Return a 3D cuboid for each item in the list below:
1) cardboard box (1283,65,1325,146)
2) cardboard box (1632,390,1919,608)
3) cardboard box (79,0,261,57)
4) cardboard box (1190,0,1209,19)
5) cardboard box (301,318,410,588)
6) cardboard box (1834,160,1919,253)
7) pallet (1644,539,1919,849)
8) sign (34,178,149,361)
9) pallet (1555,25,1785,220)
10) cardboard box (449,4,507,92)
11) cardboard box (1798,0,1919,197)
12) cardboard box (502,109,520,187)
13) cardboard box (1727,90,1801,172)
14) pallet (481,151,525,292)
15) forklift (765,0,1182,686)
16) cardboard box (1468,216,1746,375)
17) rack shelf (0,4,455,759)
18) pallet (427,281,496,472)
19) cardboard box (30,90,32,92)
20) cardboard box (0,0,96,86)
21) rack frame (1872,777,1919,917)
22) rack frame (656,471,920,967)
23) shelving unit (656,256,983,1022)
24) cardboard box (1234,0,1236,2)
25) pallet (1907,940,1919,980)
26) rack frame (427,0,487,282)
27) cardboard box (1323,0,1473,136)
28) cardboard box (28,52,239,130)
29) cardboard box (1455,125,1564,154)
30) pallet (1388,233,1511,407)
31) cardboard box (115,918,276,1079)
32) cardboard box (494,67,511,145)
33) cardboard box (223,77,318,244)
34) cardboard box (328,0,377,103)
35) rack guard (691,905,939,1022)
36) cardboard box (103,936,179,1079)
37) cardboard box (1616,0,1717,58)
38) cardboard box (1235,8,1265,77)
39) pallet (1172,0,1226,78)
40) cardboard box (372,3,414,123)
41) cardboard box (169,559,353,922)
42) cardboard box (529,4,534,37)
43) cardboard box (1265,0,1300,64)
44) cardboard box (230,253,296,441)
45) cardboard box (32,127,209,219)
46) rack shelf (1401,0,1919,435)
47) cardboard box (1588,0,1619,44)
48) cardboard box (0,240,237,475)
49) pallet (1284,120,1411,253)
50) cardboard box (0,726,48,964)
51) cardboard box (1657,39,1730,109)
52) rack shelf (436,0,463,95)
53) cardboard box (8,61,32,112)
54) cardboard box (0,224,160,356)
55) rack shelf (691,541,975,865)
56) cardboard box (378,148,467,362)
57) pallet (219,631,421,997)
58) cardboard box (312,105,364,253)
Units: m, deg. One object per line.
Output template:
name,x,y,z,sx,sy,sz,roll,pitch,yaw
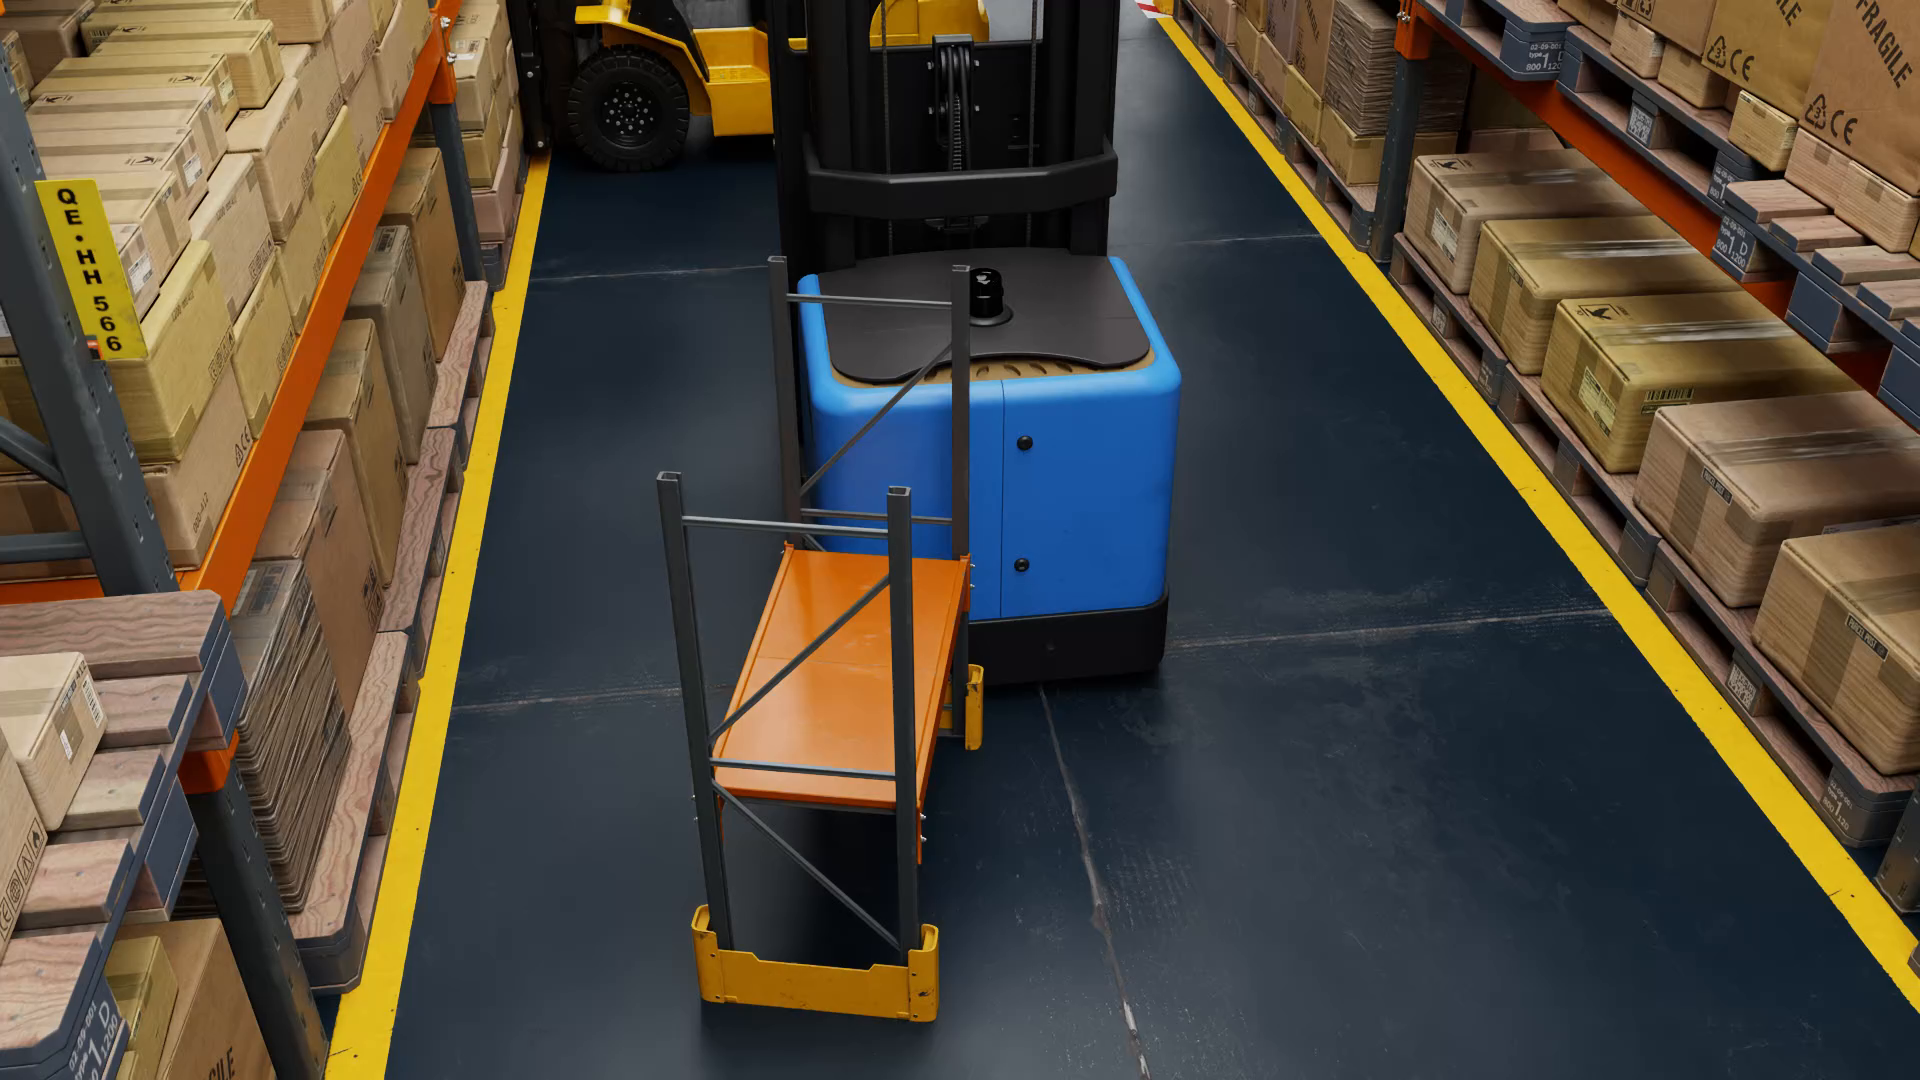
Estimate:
cardboard box,1.961,-2.210,8.398,0.500,0.250,0.500,-5,35,-8
cardboard box,2.753,-0.150,5.266,0.950,0.372,0.625,-5,35,-7
cardboard box,-2.058,-1.323,4.364,0.380,0.149,0.250,-4,35,-6
cardboard box,1.685,-3.365,10.093,0.500,0.250,0.500,-5,35,-7
cardboard box,-2.249,-0.238,5.171,0.875,0.625,0.625,-6,35,-8
cardboard box,2.463,-0.851,4.185,0.380,0.149,0.250,-5,35,-7
pallet,2.823,0.381,5.003,1.003,0.211,1.213,-4,35,-6
sign,-1.455,-0.449,2.787,0.100,0.325,0.005,-4,35,-6
pallet,2.620,-1.357,5.248,1.003,0.211,1.213,-4,35,-6
cardboard box,-2.343,-2.219,7.524,0.500,0.250,0.500,-4,35,-6
cardboard box,2.509,-1.193,4.111,0.500,0.500,0.500,-5,35,-7
cardboard box,-2.350,-1.803,7.801,0.500,0.250,0.500,-5,35,-7
cardboard box,2.386,-1.144,4.616,0.380,0.149,0.250,-4,34,-6
pallet,-2.595,-1.484,7.739,1.003,0.211,1.213,-4,35,-6
forklift,-0.085,-1.563,5.440,1.130,2.935,3.031,-4,35,-6
cardboard box,2.561,-0.961,6.457,0.950,0.372,0.625,-2,34,-3
rack shelf,-2.261,-0.775,4.863,1.077,0.370,4.000,-4,35,-6
pallet,-2.392,-0.628,6.485,1.003,0.211,1.213,-4,35,-6
cardboard box,-2.463,-0.896,4.090,0.500,0.250,0.500,-5,35,-7
cardboard box,-2.462,-1.288,4.311,0.380,0.149,0.250,-3,34,-5
rack frame,2.926,-0.335,3.578,1.000,3.000,0.127,-4,35,-6
rack frame,-0.346,0.509,3.671,0.500,1.500,0.032,4,34,6
shelving unit,-0.286,0.230,4.081,0.587,1.500,1.083,4,34,6
cardboard box,1.763,-3.370,9.435,0.500,0.500,0.500,-6,35,-8
pallet,2.958,1.263,3.709,1.003,0.211,1.213,-4,35,-6
rack frame,-2.530,-2.189,6.298,1.000,3.000,0.127,-4,35,-6
cardboard box,2.043,-2.224,7.752,0.500,0.500,0.500,-5,35,-7
cardboard box,-1.951,-1.039,3.947,0.380,0.149,0.250,-4,34,-6
cardboard box,2.577,-1.954,8.022,0.500,0.250,0.500,-6,35,-9
pallet,2.495,-0.980,7.001,1.003,0.211,1.213,-4,35,-6
cardboard box,-1.722,1.122,3.286,0.500,0.500,0.500,-3,34,-5
cardboard box,-2.359,-2.007,7.656,0.500,0.250,0.500,-5,35,-7
cardboard box,-1.928,-0.940,4.155,0.500,0.250,0.500,-5,35,-8
cardboard box,-2.071,-1.507,4.986,0.500,0.250,0.500,-4,34,-5
rack guard,-0.346,1.025,4.024,0.587,0.250,0.087,4,34,6
cardboard box,-1.674,0.891,3.050,0.380,0.149,0.250,-6,35,-9
cardboard box,2.368,-1.779,4.971,0.500,0.500,0.500,-6,35,-8
cardboard box,1.832,-2.776,9.229,0.500,0.250,0.500,-2,34,-3
pallet,1.935,-3.148,10.182,1.003,0.211,1.213,-4,35,-6
cardboard box,-2.130,-1.585,5.546,0.500,0.250,0.500,-5,35,-7
cardboard box,-2.062,0.502,4.086,0.875,0.625,0.625,-3,34,-5
cardboard box,-2.545,-2.850,8.893,0.500,0.250,0.500,-5,35,-7
cardboard box,1.903,-2.792,8.586,0.500,0.500,0.500,-3,34,-4
cardboard box,-1.872,-0.442,3.868,0.500,0.250,0.500,-5,35,-7
cardboard box,-1.840,-0.757,3.532,0.380,0.149,0.250,-3,34,-5
rack shelf,2.657,-1.153,5.418,1.077,0.370,4.000,-4,35,-6
cardboard box,2.313,-1.727,5.471,0.380,0.149,0.250,-4,34,-6
cardboard box,-1.785,-0.369,3.318,0.500,0.250,0.500,-4,35,-6
pallet,2.263,-1.787,8.184,1.003,0.211,1.213,-4,35,-6
cardboard box,-1.529,0.496,2.119,0.500,0.250,0.500,-6,35,-9
cardboard box,2.362,-1.428,5.032,0.380,0.149,0.250,-5,35,-8
rack shelf,-2.799,-3.008,8.139,1.077,0.370,4.000,-4,35,-6
cardboard box,-2.417,-1.002,3.892,0.380,0.149,0.250,-5,35,-7
cardboard box,-1.743,-0.466,3.106,0.380,0.149,0.250,-3,34,-5
rack shelf,-0.285,0.374,4.189,0.538,0.185,1.000,4,34,6
cardboard box,-2.448,-1.091,6.423,0.875,0.625,0.625,-3,34,-4
pallet,-2.064,0.733,4.487,1.003,0.211,1.213,-4,35,-6
cardboard box,-2.016,-1.018,4.714,0.500,0.250,0.500,-3,34,-5
